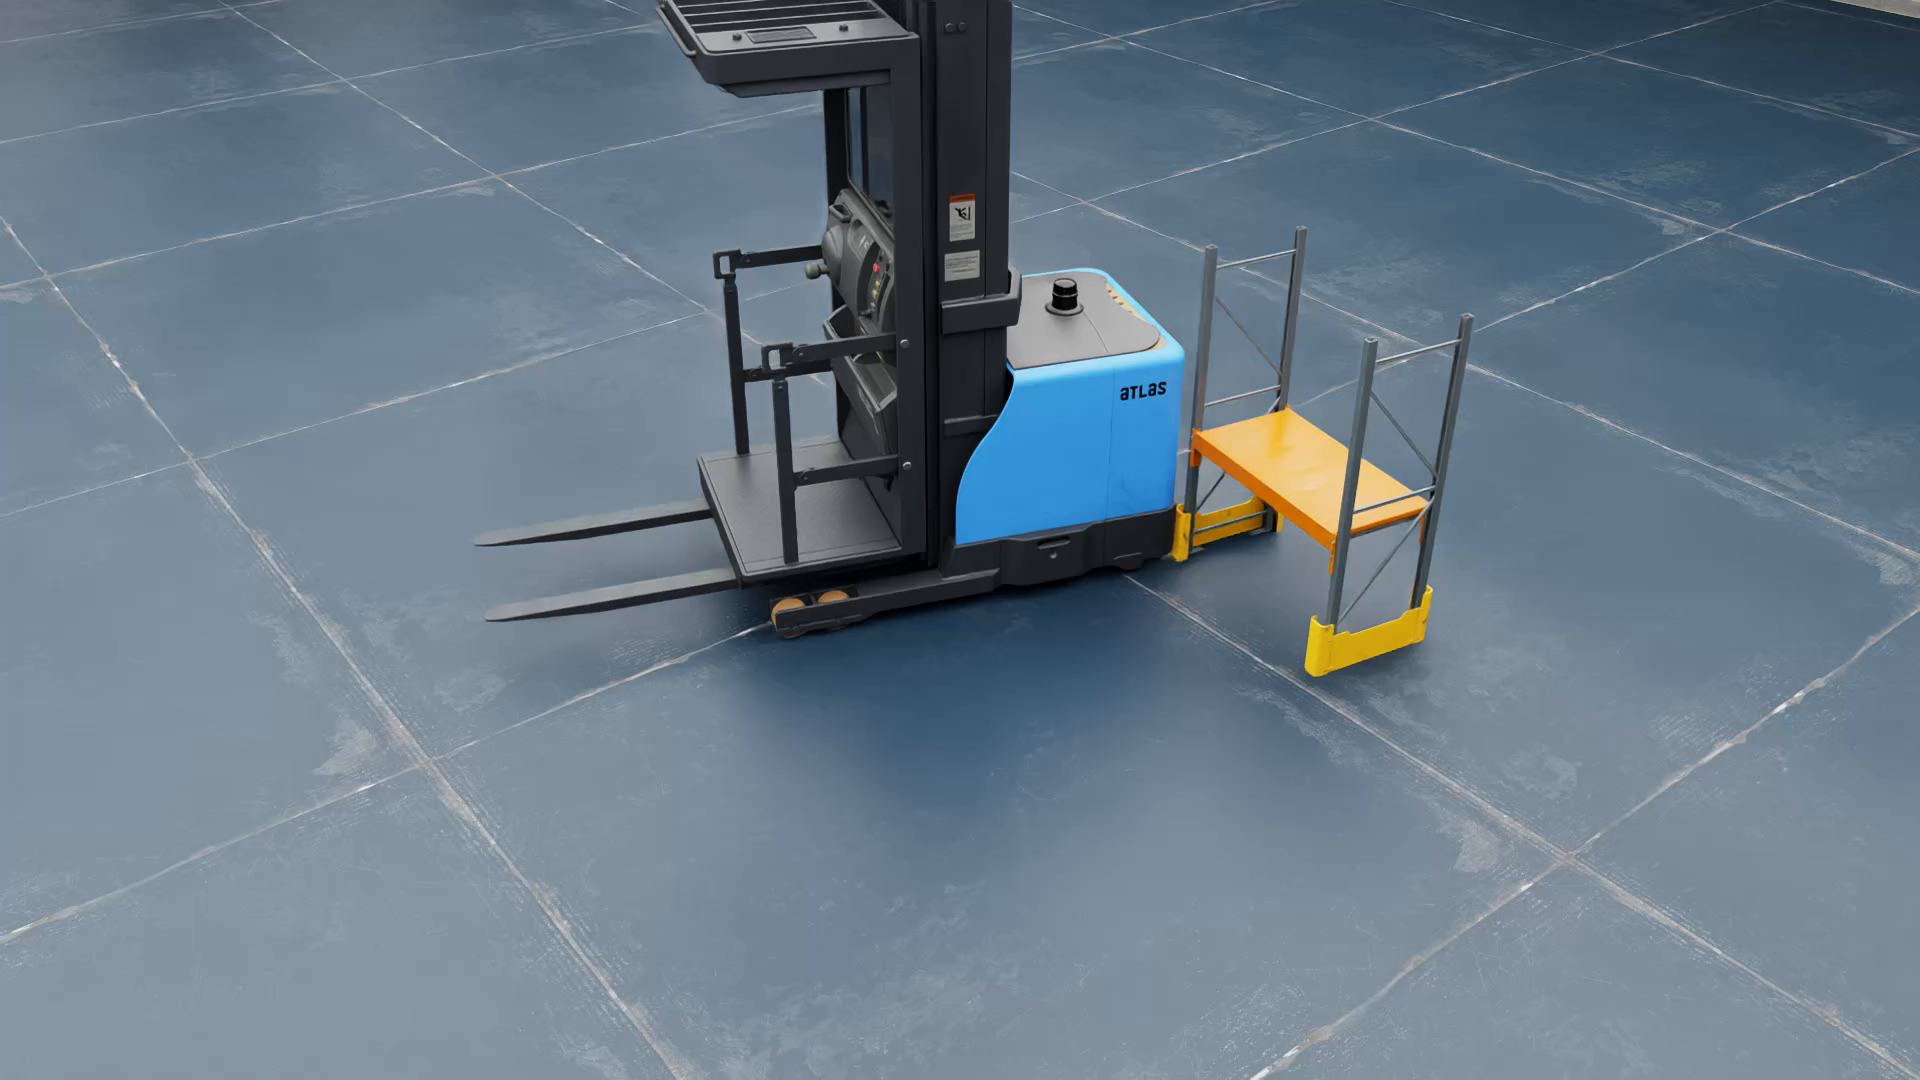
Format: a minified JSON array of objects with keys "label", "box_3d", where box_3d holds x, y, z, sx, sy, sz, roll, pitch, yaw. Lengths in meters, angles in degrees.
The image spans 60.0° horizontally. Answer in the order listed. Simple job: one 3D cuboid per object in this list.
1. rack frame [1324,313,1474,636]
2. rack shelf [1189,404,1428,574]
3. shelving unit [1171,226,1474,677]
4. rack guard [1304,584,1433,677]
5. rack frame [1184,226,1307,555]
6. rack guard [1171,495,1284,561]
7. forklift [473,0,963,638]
[{"label":"rack frame","box_3d":[1.710,-0.152,6.574,0.500,1.500,0.032,-15,35,-23]},{"label":"rack shelf","box_3d":[1.475,-0.238,7.052,0.538,0.185,1.000,-15,35,-23]},{"label":"shelving unit","box_3d":[1.471,-0.395,6.964,0.587,1.500,1.083,-15,35,-23]},{"label":"rack guard","box_3d":[1.701,0.369,6.918,0.587,0.250,0.087,-15,35,-23]},{"label":"rack frame","box_3d":[1.241,-0.628,7.340,0.500,1.500,0.032,-15,35,-23]},{"label":"rack guard","box_3d":[1.242,-0.097,7.669,0.587,0.250,0.087,-15,35,-23]},{"label":"forklift","box_3d":[-0.606,-1.144,6.814,3.031,2.935,1.121,-10,33,-15]}]
